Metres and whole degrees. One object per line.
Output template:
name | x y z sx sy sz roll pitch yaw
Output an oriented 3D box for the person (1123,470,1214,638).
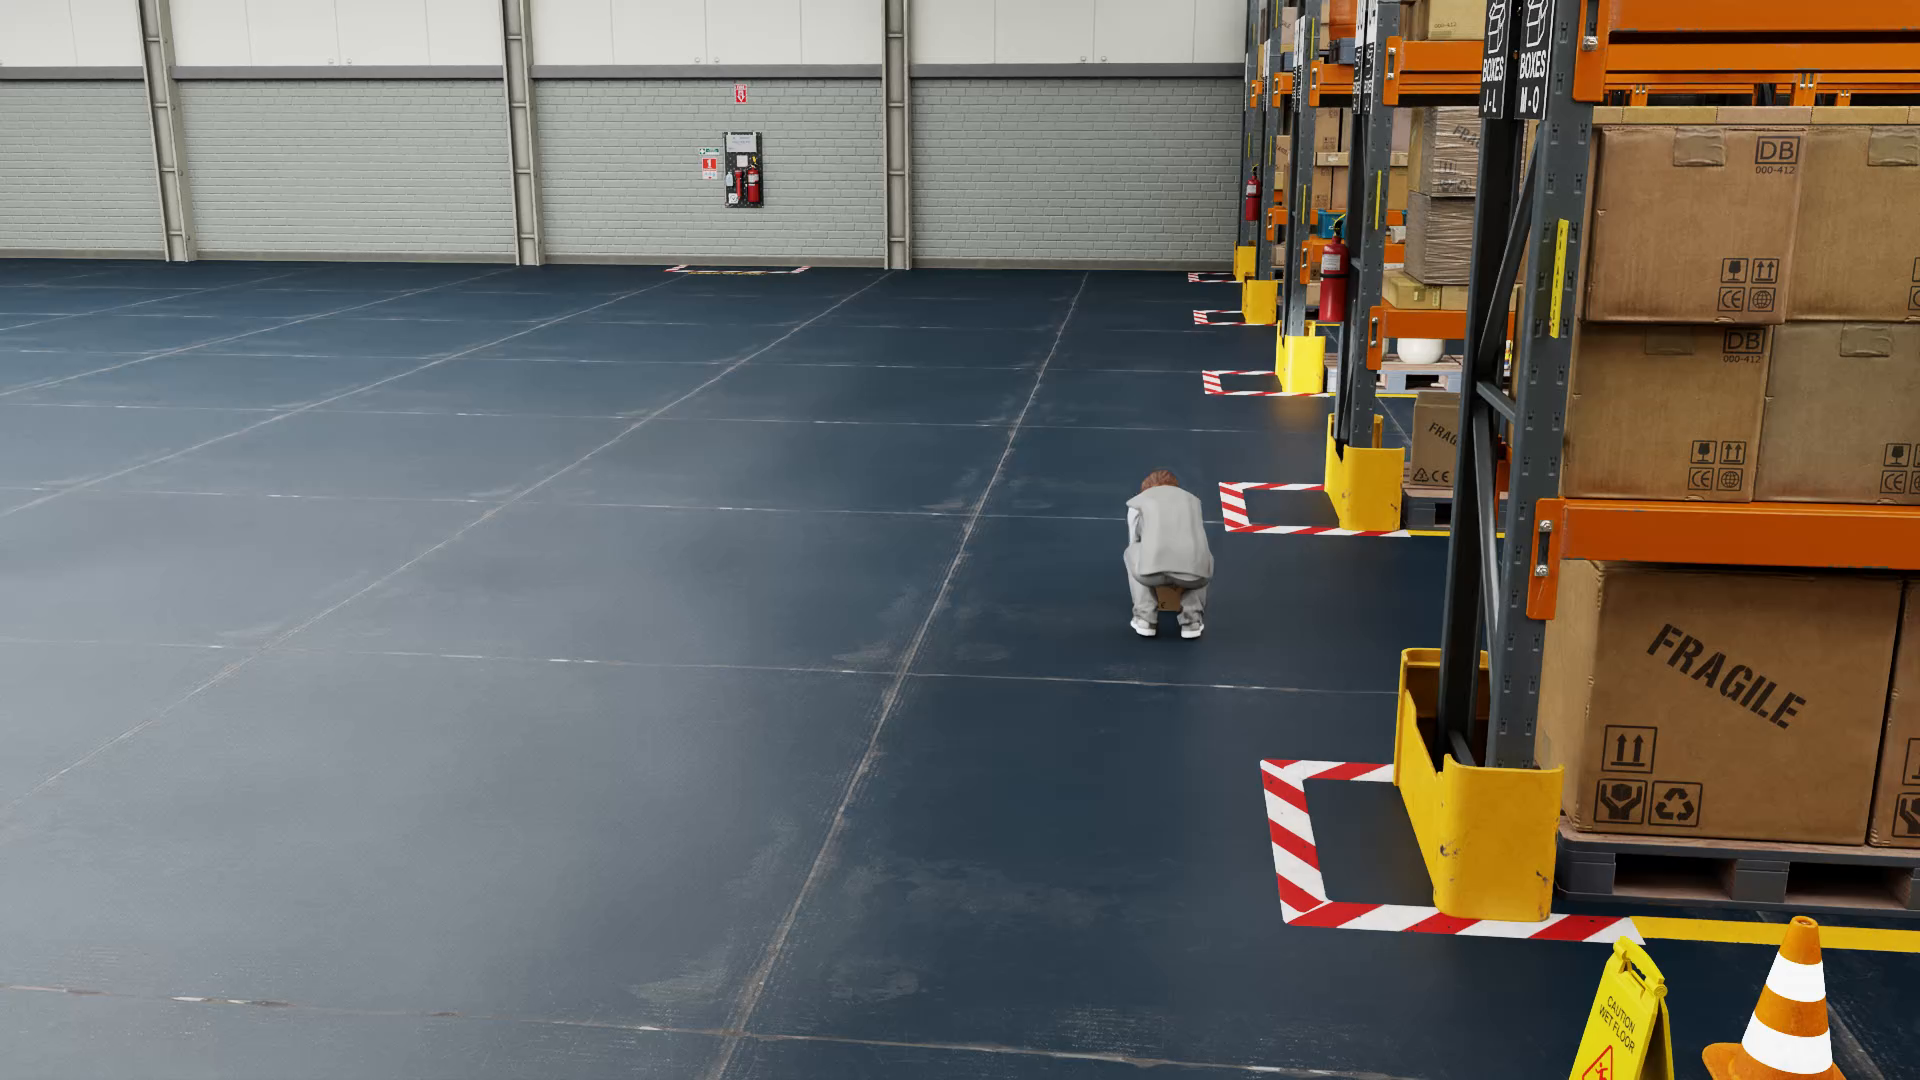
person | 1.010 0.116 8.067 0.435 0.723 0.816 2 15 6
